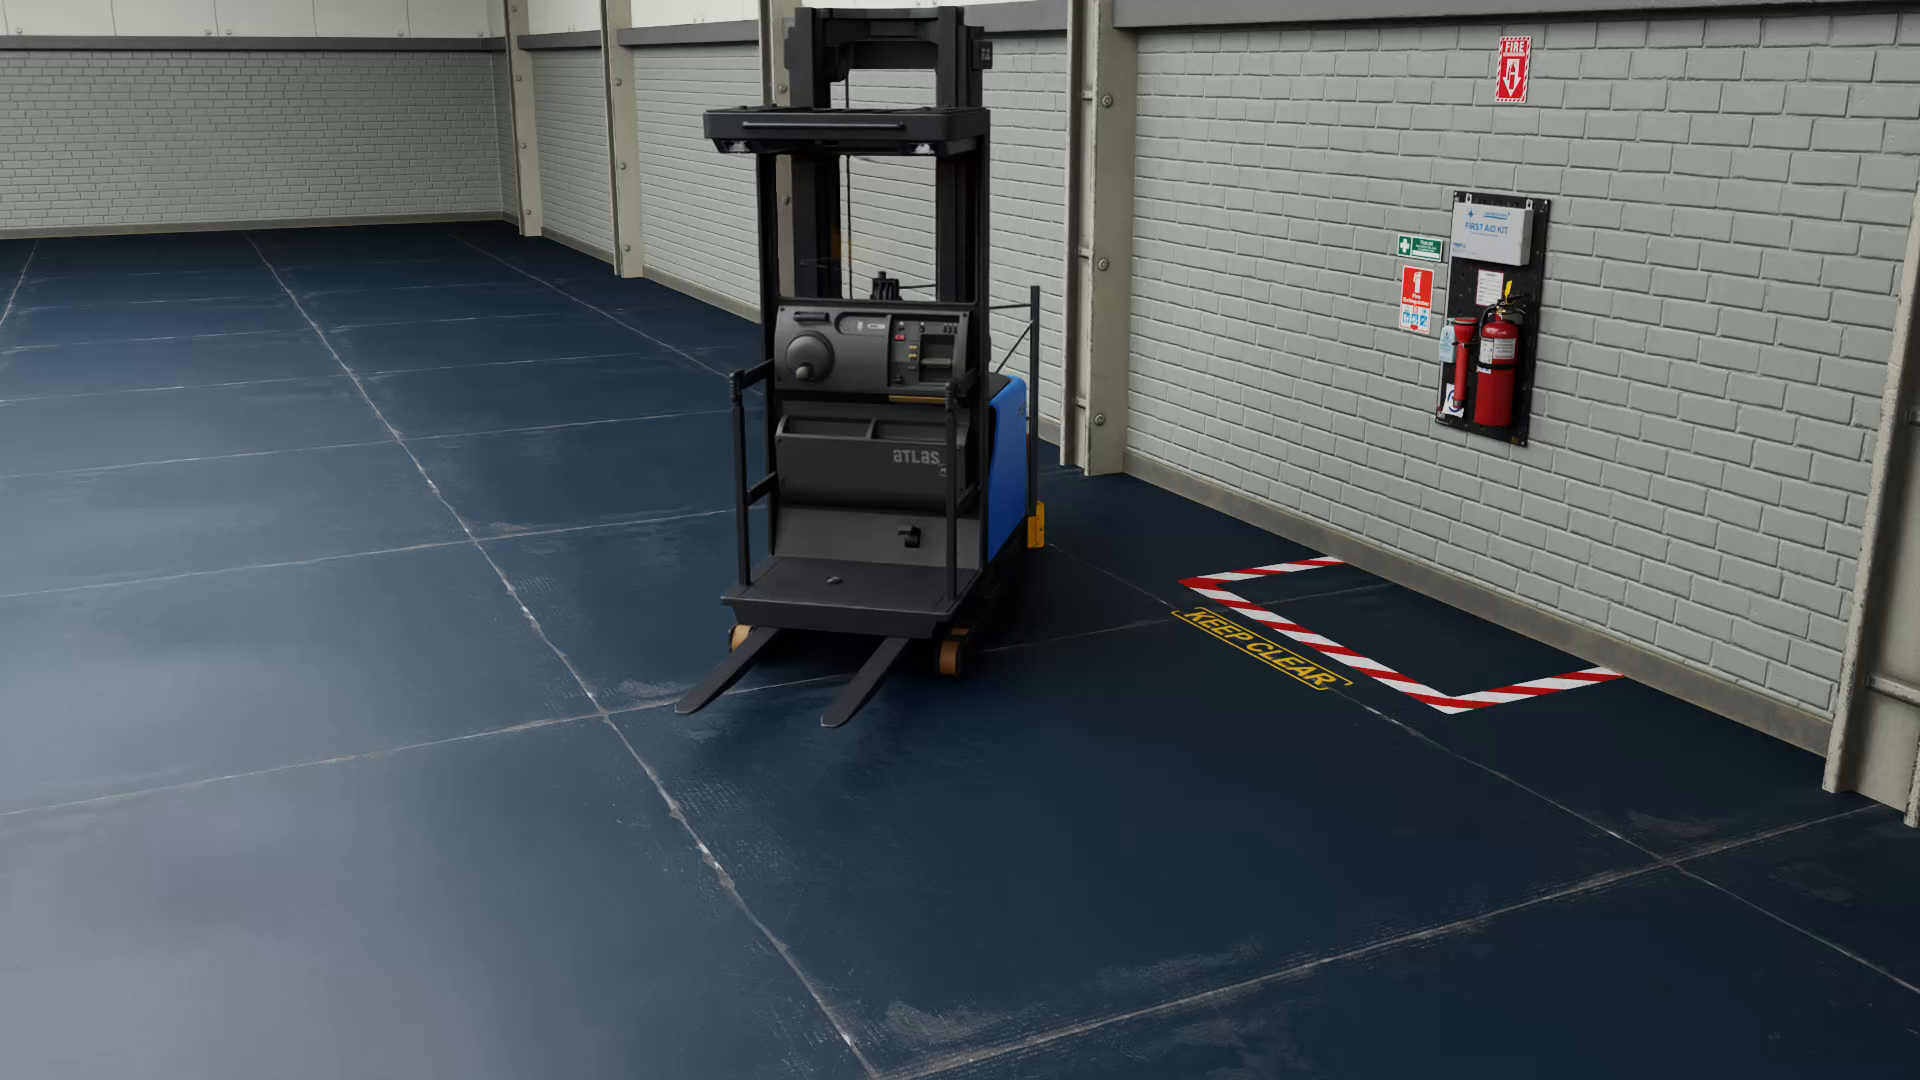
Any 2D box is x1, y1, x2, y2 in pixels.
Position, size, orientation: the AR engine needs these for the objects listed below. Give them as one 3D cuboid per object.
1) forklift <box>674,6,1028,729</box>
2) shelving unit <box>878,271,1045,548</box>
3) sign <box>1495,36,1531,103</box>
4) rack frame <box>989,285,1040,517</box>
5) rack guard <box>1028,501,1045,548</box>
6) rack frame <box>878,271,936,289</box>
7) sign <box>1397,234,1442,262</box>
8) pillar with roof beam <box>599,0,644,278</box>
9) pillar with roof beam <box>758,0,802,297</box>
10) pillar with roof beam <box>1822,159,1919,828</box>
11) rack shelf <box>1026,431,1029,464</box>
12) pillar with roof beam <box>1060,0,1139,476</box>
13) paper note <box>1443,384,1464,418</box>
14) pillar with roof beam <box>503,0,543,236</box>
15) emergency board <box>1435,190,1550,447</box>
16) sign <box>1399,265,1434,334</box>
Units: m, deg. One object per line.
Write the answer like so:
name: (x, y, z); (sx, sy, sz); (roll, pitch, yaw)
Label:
forklift: (-0.460, -0.899, 7.569); (1.130, 2.935, 3.031); (4, 16, 13)
shelving unit: (-0.019, -0.782, 9.756); (0.587, 1.500, 1.083); (-8, 18, -27)
sign: (2.585, -2.201, 7.778); (0.001, 0.298, 0.199); (-8, 18, -25)
rack frame: (0.216, -0.660, 9.332); (0.500, 1.500, 0.032); (-8, 18, -27)
rack guard: (0.216, -0.060, 9.506); (0.587, 0.250, 0.087); (-8, 18, -27)
rack frame: (-0.263, -0.908, 10.194); (0.500, 1.500, 0.032); (-8, 18, -27)
sign: (2.344, -1.491, 8.485); (0.001, 0.109, 0.331); (-8, 18, -25)
pillar with roof beam: (-8.208, -7.282, 18.810); (9.100, 9.000, 0.400); (-8, 18, -25)
pillar with roof beam: (-5.579, -5.794, 13.626); (9.100, 9.000, 0.400); (-8, 18, -25)
pillar with roof beam: (-0.322, -2.818, 3.257); (9.100, 9.000, 0.400); (-8, 18, -25)
rack shelf: (-0.023, -0.611, 9.813); (0.538, 0.185, 1.000); (-8, 18, -27)
pillar with roof beam: (-2.951, -4.306, 8.442); (9.100, 9.000, 0.400); (-8, 18, -25)
paper note: (2.484, -0.701, 8.353); (0.016, 0.148, 0.142); (-8, 18, -25)
pillar with roof beam: (-10.837, -8.769, 23.995); (9.100, 9.000, 0.400); (-8, 18, -25)
emergency board: (2.499, -1.072, 8.049); (0.194, 1.169, 0.643); (-8, 18, -25)
sign: (2.350, -1.239, 8.565); (0.001, 0.329, 0.234); (-8, 18, -25)
